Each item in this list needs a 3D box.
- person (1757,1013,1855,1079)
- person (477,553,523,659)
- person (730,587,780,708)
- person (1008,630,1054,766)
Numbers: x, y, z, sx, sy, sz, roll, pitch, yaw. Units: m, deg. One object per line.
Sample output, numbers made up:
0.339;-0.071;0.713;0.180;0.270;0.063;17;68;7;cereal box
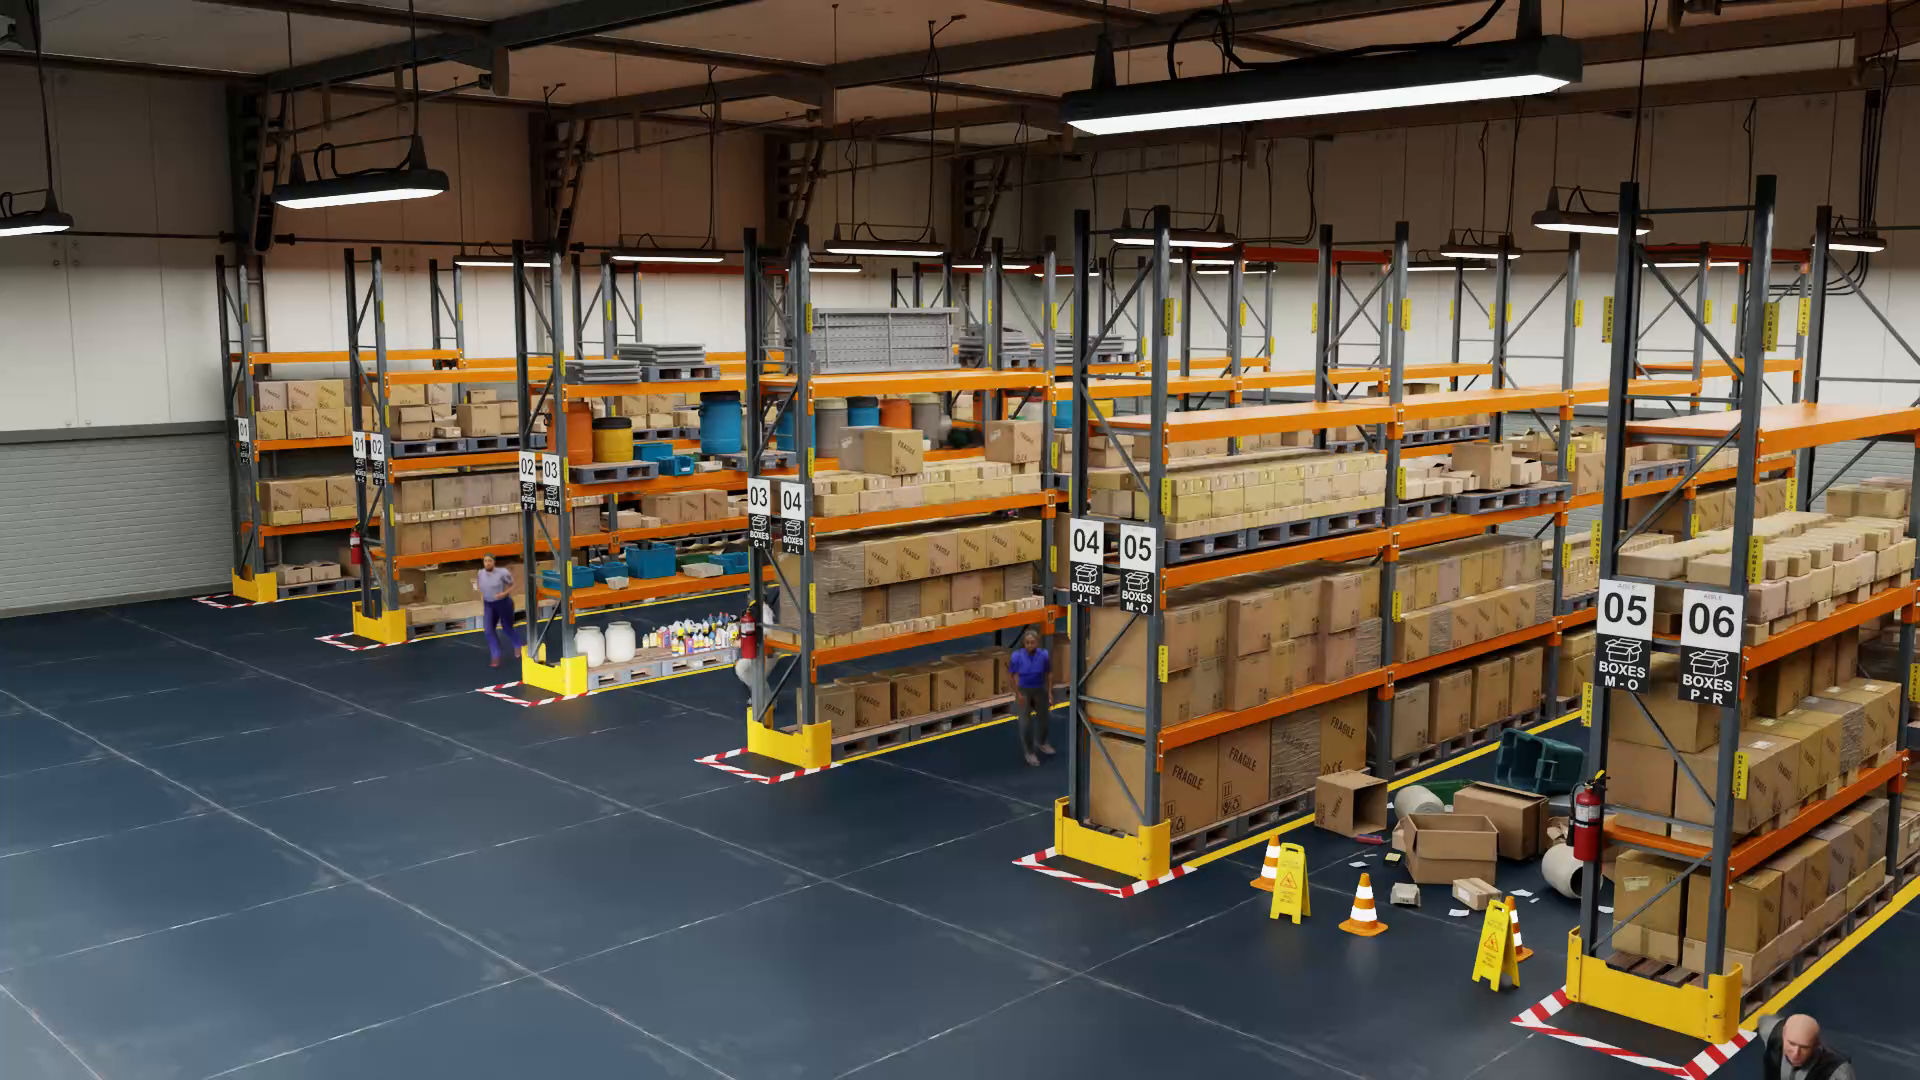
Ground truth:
4.570;3.226;9.019;0.640;1.354;0.816;8;11;44;person
-6.674;0.926;24.023;0.623;1.552;0.731;2;8;12;person
-2.591;1.386;21.000;0.697;1.660;0.855;-4;9;-24;person
0.812;1.747;18.791;0.576;1.594;0.761;-1;8;-5;person
